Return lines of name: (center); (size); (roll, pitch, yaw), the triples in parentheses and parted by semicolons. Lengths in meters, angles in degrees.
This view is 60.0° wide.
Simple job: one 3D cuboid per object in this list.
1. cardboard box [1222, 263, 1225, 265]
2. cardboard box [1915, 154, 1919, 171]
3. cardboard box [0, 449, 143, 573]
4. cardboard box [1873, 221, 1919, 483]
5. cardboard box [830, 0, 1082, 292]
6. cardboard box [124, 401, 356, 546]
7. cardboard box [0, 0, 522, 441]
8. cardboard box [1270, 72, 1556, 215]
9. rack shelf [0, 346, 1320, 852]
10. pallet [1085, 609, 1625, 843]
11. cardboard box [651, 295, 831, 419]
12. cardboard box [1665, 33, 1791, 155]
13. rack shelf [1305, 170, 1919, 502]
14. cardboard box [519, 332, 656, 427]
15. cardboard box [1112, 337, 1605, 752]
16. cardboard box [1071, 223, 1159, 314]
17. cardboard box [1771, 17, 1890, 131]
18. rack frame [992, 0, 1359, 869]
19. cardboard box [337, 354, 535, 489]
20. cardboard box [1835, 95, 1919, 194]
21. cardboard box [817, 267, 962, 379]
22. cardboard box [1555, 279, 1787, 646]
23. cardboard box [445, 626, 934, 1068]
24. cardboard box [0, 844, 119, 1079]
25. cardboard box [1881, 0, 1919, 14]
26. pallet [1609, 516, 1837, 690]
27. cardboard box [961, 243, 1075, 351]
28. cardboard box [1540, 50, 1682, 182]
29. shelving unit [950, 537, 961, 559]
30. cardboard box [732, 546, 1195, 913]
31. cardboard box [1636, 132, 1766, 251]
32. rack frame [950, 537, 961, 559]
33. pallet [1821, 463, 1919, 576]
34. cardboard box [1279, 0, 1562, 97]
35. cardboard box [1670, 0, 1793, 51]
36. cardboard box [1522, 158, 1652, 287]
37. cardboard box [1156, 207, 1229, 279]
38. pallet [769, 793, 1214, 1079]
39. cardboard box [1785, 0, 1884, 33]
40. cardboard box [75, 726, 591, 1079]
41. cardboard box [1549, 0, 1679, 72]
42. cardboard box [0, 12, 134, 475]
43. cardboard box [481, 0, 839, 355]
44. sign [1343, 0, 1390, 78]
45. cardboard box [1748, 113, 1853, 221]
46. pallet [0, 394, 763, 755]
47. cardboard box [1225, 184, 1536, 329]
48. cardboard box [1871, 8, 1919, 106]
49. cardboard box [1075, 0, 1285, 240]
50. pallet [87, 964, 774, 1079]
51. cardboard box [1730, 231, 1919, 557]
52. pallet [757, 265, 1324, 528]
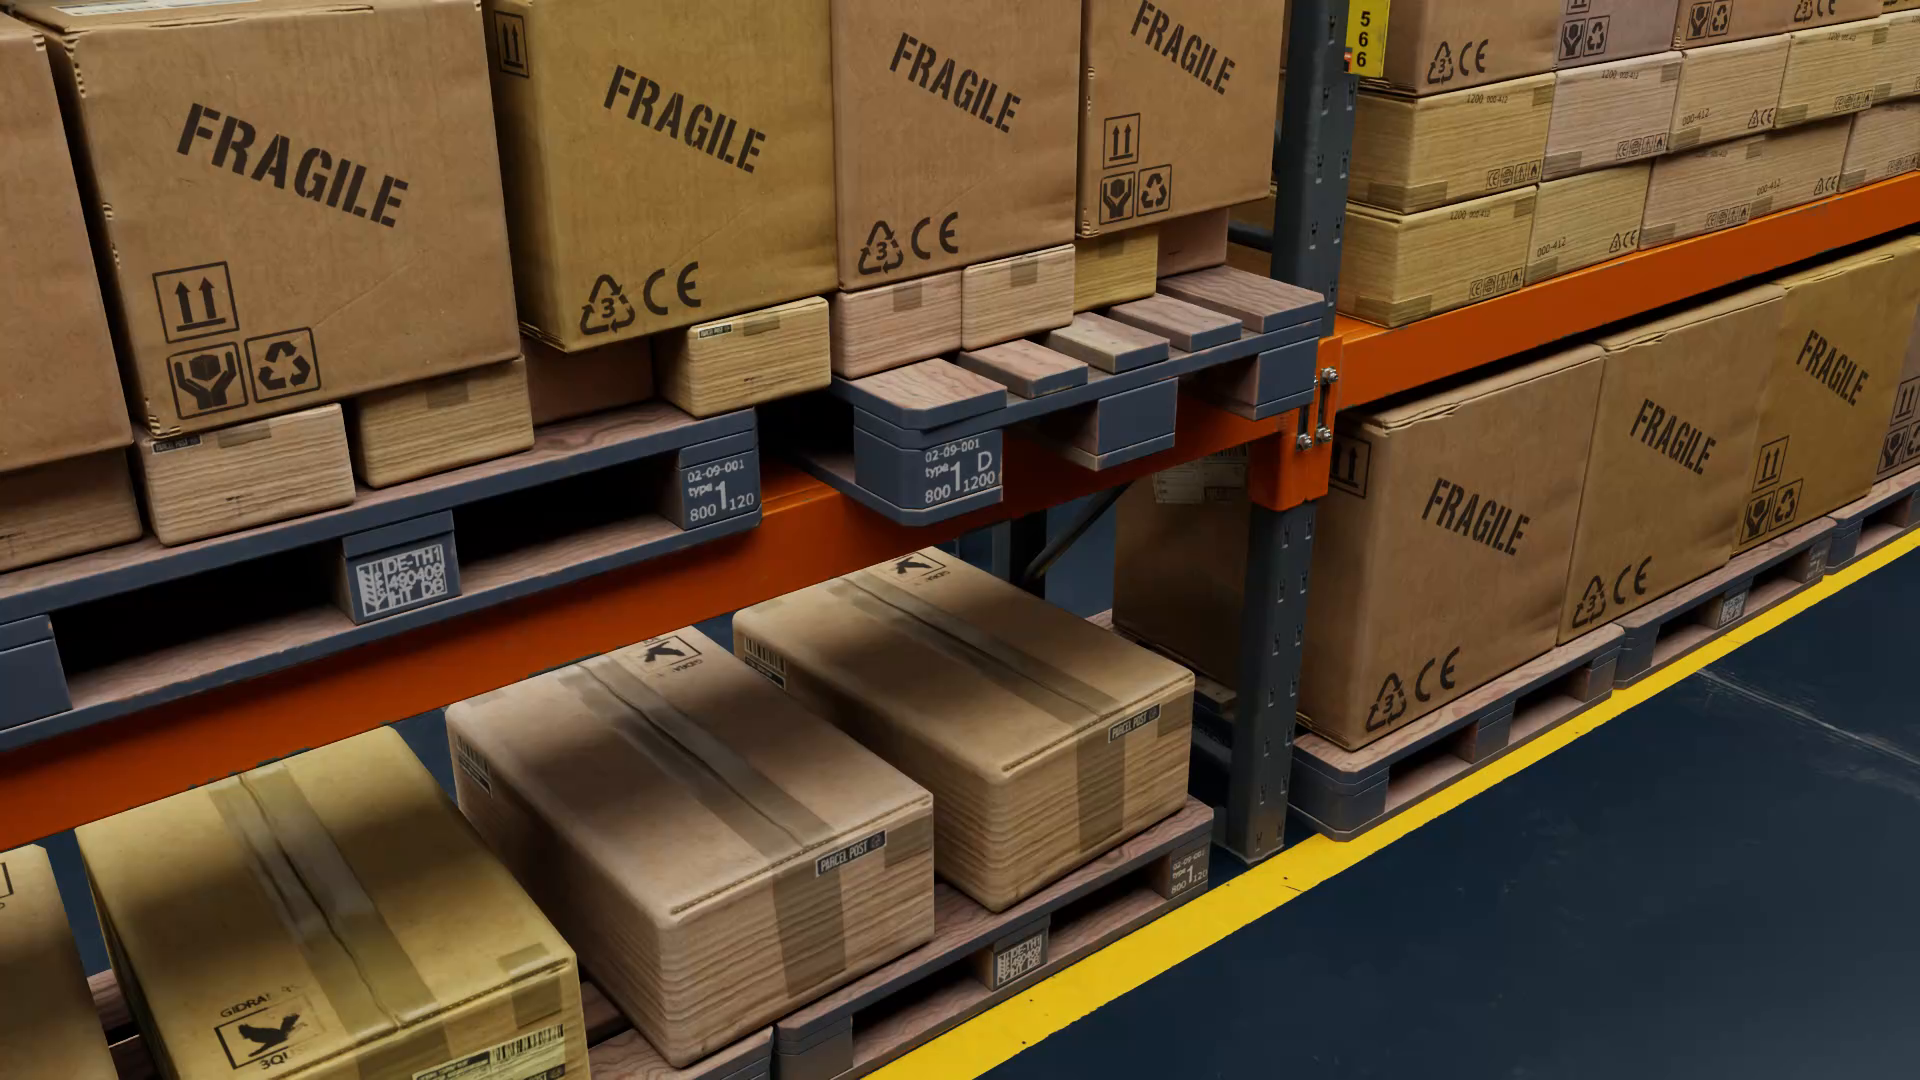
cardboard box: (0.679, -0.894, 4.292); (0.500, 0.250, 0.500); (-20, 31, -36)
cardboard box: (2.990, -1.384, 5.347); (0.500, 0.250, 0.500); (-19, 31, -35)
cardboard box: (-1.274, -0.099, 2.200); (0.250, 0.149, 0.380); (-18, 30, -34)
cardboard box: (3.151, -0.823, 5.986); (0.875, 0.875, 0.875); (-17, 30, -32)
cardboard box: (-0.144, -0.768, 2.870); (0.500, 0.500, 0.500); (-19, 31, -35)
cardboard box: (-1.033, -0.151, 2.311); (0.250, 0.149, 0.380); (-17, 30, -32)
cardboard box: (-0.971, -0.495, 2.282); (0.500, 0.500, 0.500); (-20, 31, -36)
cardboard box: (0.993, -0.954, 3.826); (0.500, 0.250, 0.500); (-19, 31, -34)
rack shelf: (-1.132, 0.101, 2.824); (4.000, 0.370, 1.077); (-18, 31, -34)
pallet: (1.109, 0.340, 4.767); (1.213, 0.211, 1.003); (-18, 31, -34)
cardboard box: (-0.419, -0.346, 2.731); (0.250, 0.149, 0.380); (-18, 30, -33)
cardboard box: (1.800, -1.213, 4.385); (0.500, 0.250, 0.500); (-18, 31, -34)
rack shelf: (2.016, -0.938, 5.063); (4.000, 0.370, 1.077); (-18, 31, -34)
cardboard box: (-0.694, -0.322, 2.681); (0.250, 0.149, 0.380); (-18, 30, -34)
cardboard box: (1.037, -0.124, 4.478); (0.875, 0.875, 0.875); (-19, 31, -34)
cardboard box: (0.163, -0.565, 3.204); (0.250, 0.149, 0.380); (-18, 30, -33)
cardboard box: (2.207, -1.340, 4.659); (0.500, 0.250, 0.500); (-18, 30, -33)
rack frame: (0.442, -0.745, 3.792); (0.127, 3.000, 1.000); (-18, 31, -34)
cardboard box: (-0.841, -0.230, 2.481); (0.250, 0.149, 0.380); (-19, 31, -36)
cardboard box: (2.582, -1.259, 5.079); (0.500, 0.250, 0.500); (-19, 31, -35)
cardboard box: (-0.211, -0.422, 2.895); (0.250, 0.149, 0.380); (-20, 32, -36)
cardboard box: (1.741, -0.354, 4.975); (0.875, 0.875, 0.875); (-18, 30, -33)
cardboard box: (-0.585, 0.594, 3.529); (0.625, 0.372, 0.950); (-19, 31, -35)
cardboard box: (-1.731, 0.971, 2.718); (0.625, 0.372, 0.950); (-16, 29, -31)
cardboard box: (2.579, -1.822, 4.806); (0.500, 0.500, 0.500); (-17, 30, -33)
pallet: (2.068, 0.025, 5.446); (1.213, 0.211, 1.003); (-18, 31, -34)
cardboard box: (-0.008, -0.485, 3.031); (0.250, 0.149, 0.380); (-19, 31, -34)
cardboard box: (1.400, -1.088, 4.114); (0.500, 0.250, 0.500); (-17, 30, -33)
shelving unit: (0.006, -0.410, 5.565); (0.210, 0.900, 0.258); (-18, 31, -34)
cardboard box: (-0.009, 0.400, 3.948); (0.625, 0.372, 0.950); (-21, 32, -37)
cardboard box: (1.792, -0.994, 4.508); (0.500, 0.250, 0.500); (-17, 30, -32)
rack frame: (-0.074, -0.384, 5.508); (0.006, 0.900, 0.240); (-18, 31, -34)
pallet: (3.029, -0.294, 6.132); (1.213, 0.211, 1.003); (-18, 31, -34)
cardboard box: (0.981, -1.291, 3.662); (0.500, 0.500, 0.500); (-19, 31, -36)
cardboard box: (1.782, -1.552, 4.225); (0.500, 0.500, 0.500); (-17, 30, -33)
cardboard box: (1.375, -0.860, 4.218); (0.500, 0.250, 0.500); (-19, 31, -35)
cardboard box: (0.329, -0.658, 3.405); (0.250, 0.149, 0.380); (-17, 30, -32)
pallet: (-0.174, 0.722, 3.943); (1.213, 0.211, 1.003); (-18, 31, -34)
cardboard box: (2.181, -1.682, 4.505); (0.500, 0.500, 0.500); (-18, 30, -33)
cardboard box: (-1.185, 0.789, 3.109); (0.625, 0.372, 0.950); (-17, 30, -32)
cardboard box: (1.365, -1.423, 3.947); (0.500, 0.500, 0.500); (-18, 30, -34)
cardboard box: (-1.369, -0.358, 1.987); (0.500, 0.500, 0.500); (-18, 31, -34)
cardboard box: (-0.541, -0.636, 2.587); (0.500, 0.500, 0.500); (-21, 32, -37)
sign: (0.784, -1.057, 3.183); (0.005, 0.325, 0.100); (-18, 31, -34)
cardboard box: (2.178, -1.124, 4.786); (0.500, 0.250, 0.500); (-18, 31, -34)
pallet: (-1.091, -0.130, 2.695); (1.213, 0.211, 1.003); (-18, 31, -34)
cardboard box: (0.982, -0.721, 3.918); (0.500, 0.250, 0.500); (-19, 31, -35)
cardboard box: (2.600, -1.479, 4.958); (0.500, 0.250, 0.500); (-17, 30, -33)
cardboard box: (0.256, -0.906, 3.167); (0.500, 0.500, 0.500); (-19, 31, -35)
pallet: (-1.133, 1.037, 3.264); (1.213, 0.211, 1.003); (-18, 31, -34)
cardboard box: (2.445, -0.586, 5.475); (0.875, 0.875, 0.875); (-17, 30, -33)
pallet: (-0.053, -0.438, 3.358); (1.003, 0.211, 1.213); (-18, 31, -34)
